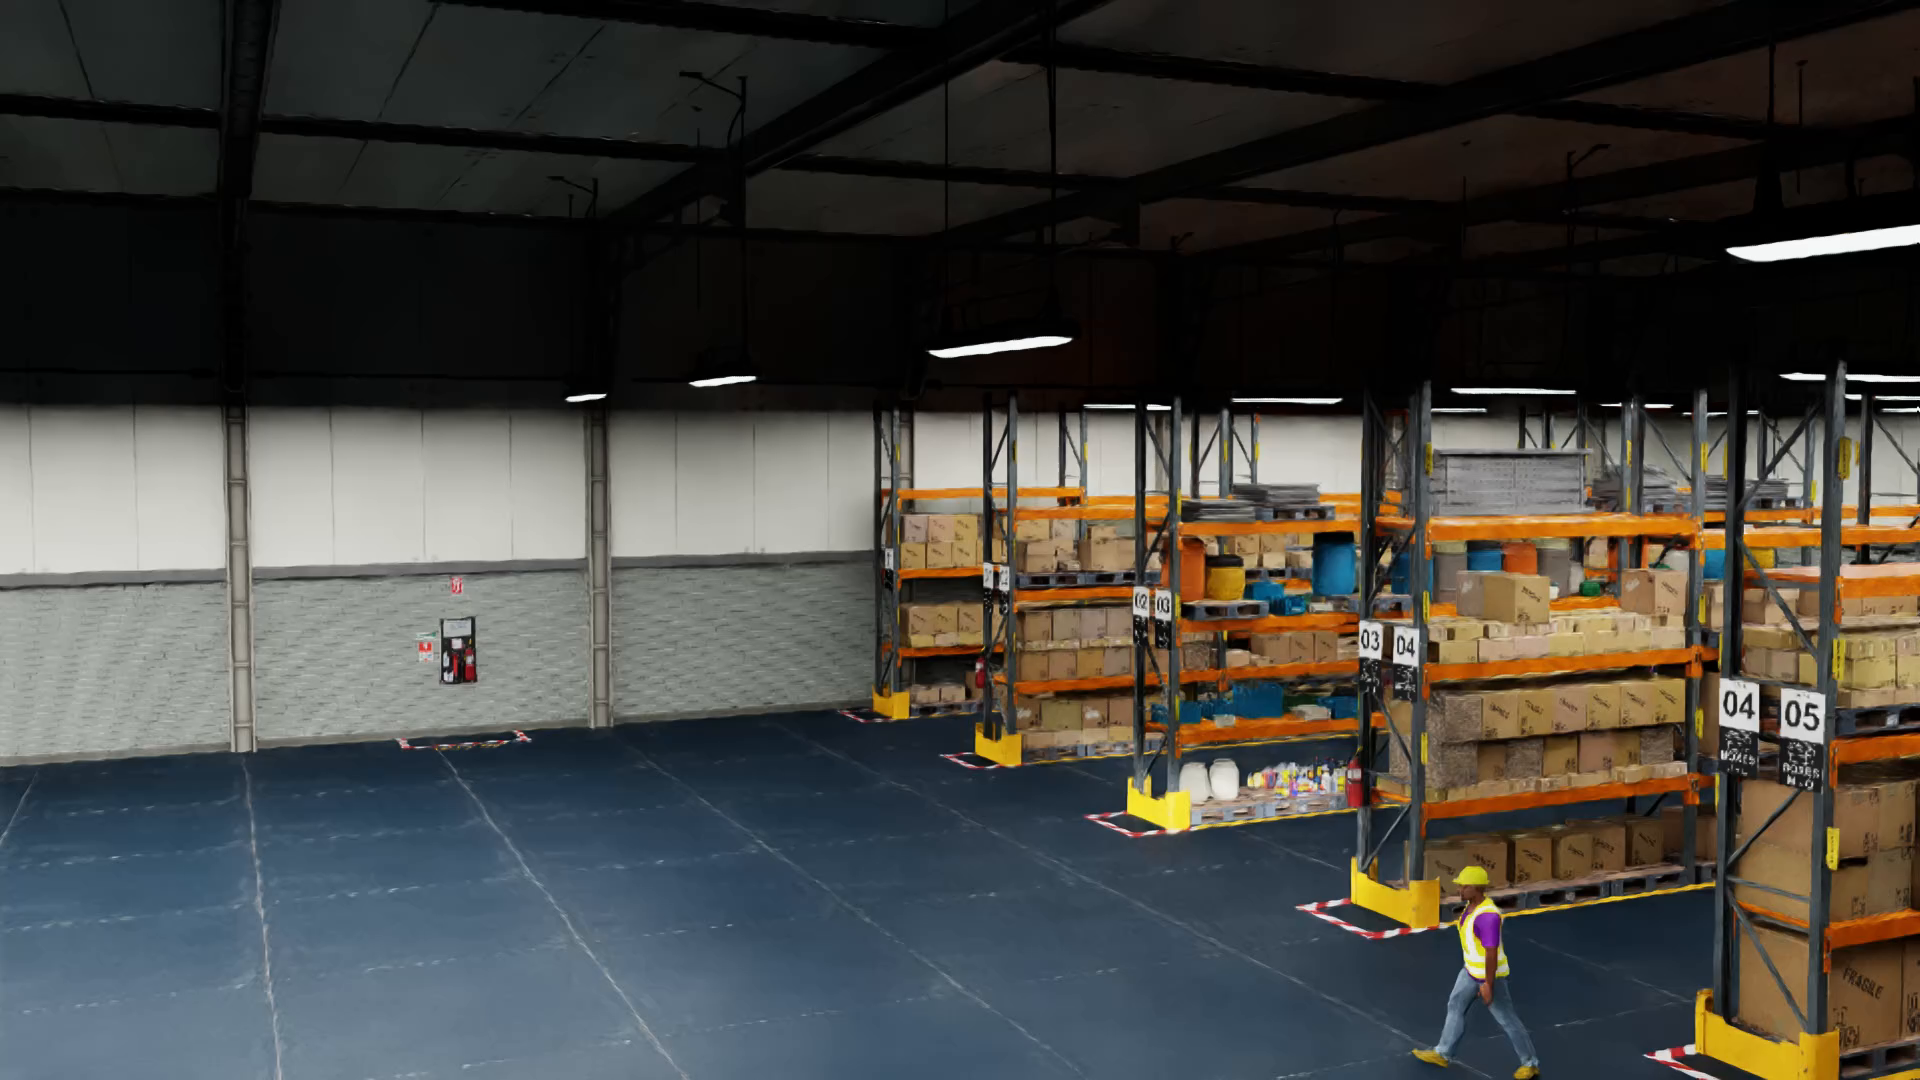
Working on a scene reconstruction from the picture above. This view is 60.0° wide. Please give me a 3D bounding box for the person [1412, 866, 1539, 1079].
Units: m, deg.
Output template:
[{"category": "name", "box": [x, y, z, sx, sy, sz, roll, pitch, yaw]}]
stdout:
[{"category": "person", "box": [4.240, 3.518, 13.588, 0.958, 1.723, 0.620, 0, 3, -1]}]
